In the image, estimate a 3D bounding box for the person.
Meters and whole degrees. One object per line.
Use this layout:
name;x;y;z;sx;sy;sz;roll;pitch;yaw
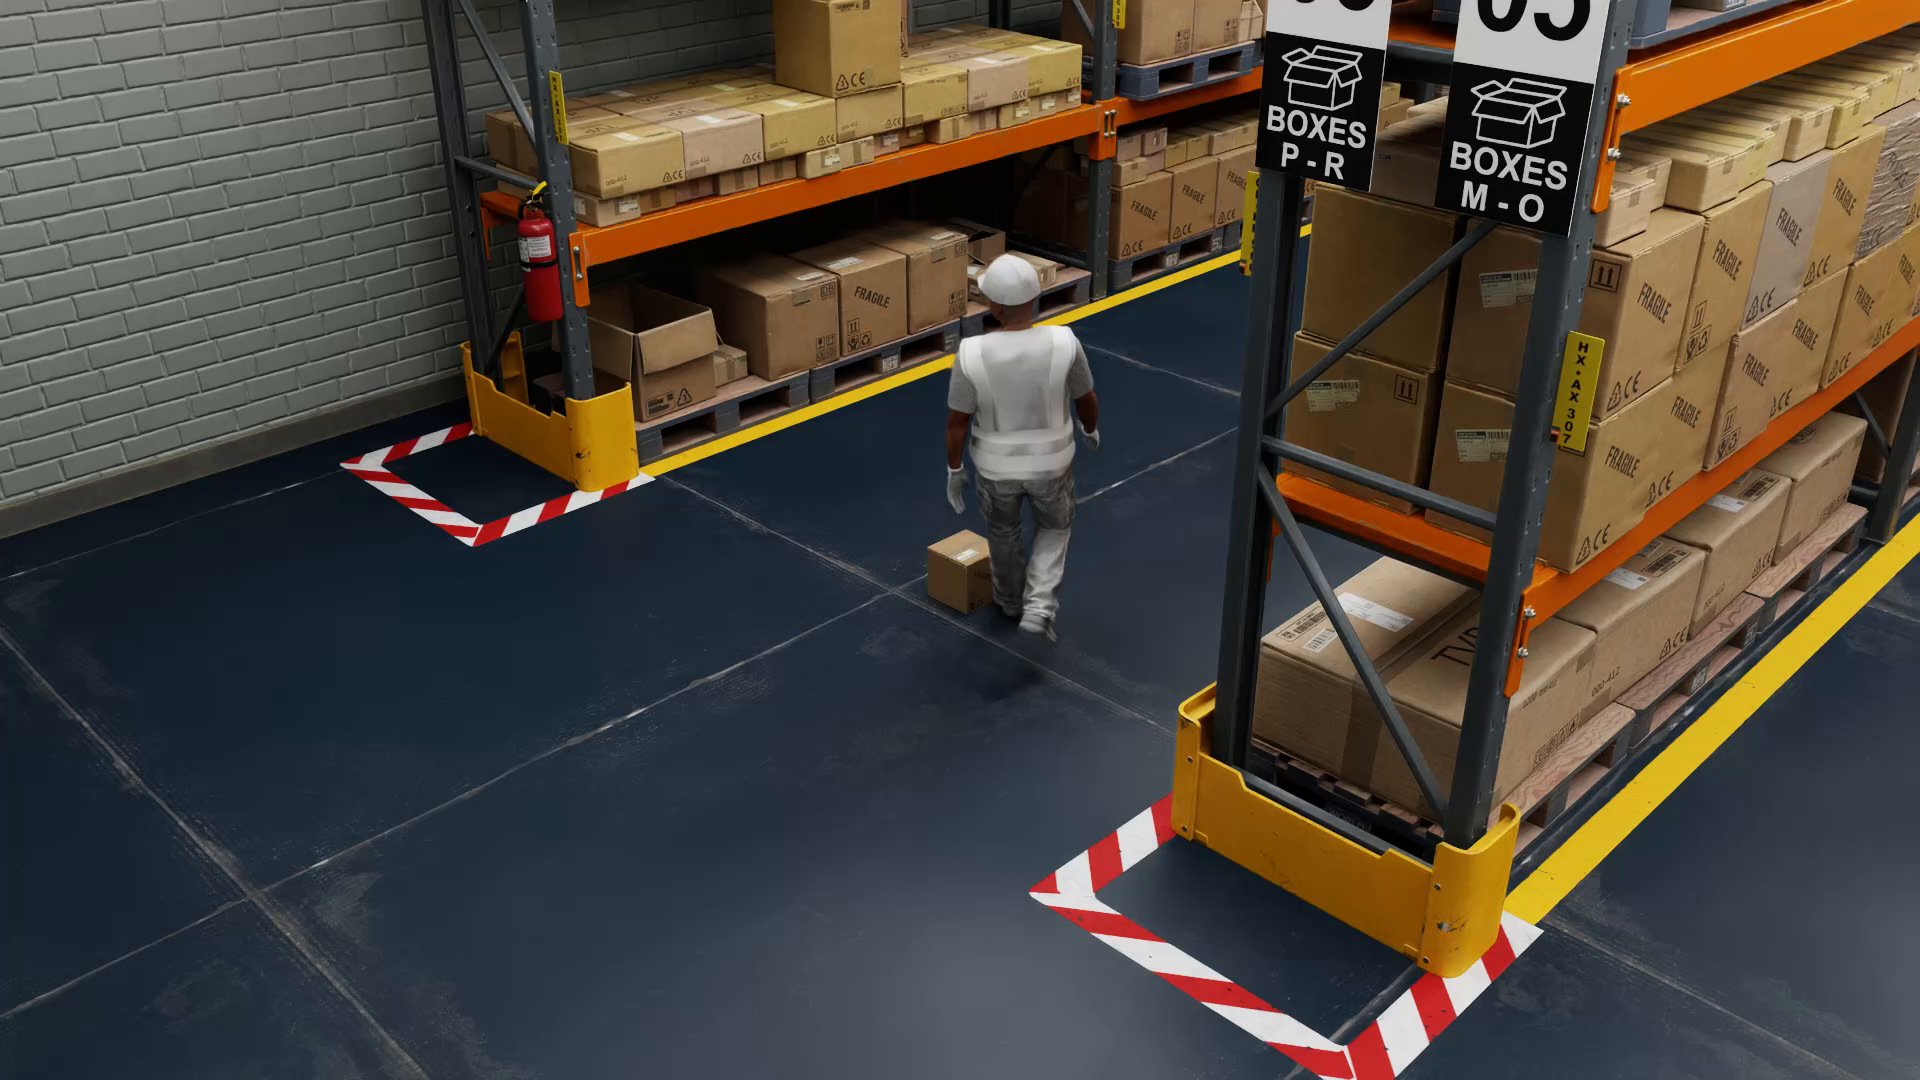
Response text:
person;0.260;-0.373;6.844;0.643;1.748;0.864;-1;28;-1
